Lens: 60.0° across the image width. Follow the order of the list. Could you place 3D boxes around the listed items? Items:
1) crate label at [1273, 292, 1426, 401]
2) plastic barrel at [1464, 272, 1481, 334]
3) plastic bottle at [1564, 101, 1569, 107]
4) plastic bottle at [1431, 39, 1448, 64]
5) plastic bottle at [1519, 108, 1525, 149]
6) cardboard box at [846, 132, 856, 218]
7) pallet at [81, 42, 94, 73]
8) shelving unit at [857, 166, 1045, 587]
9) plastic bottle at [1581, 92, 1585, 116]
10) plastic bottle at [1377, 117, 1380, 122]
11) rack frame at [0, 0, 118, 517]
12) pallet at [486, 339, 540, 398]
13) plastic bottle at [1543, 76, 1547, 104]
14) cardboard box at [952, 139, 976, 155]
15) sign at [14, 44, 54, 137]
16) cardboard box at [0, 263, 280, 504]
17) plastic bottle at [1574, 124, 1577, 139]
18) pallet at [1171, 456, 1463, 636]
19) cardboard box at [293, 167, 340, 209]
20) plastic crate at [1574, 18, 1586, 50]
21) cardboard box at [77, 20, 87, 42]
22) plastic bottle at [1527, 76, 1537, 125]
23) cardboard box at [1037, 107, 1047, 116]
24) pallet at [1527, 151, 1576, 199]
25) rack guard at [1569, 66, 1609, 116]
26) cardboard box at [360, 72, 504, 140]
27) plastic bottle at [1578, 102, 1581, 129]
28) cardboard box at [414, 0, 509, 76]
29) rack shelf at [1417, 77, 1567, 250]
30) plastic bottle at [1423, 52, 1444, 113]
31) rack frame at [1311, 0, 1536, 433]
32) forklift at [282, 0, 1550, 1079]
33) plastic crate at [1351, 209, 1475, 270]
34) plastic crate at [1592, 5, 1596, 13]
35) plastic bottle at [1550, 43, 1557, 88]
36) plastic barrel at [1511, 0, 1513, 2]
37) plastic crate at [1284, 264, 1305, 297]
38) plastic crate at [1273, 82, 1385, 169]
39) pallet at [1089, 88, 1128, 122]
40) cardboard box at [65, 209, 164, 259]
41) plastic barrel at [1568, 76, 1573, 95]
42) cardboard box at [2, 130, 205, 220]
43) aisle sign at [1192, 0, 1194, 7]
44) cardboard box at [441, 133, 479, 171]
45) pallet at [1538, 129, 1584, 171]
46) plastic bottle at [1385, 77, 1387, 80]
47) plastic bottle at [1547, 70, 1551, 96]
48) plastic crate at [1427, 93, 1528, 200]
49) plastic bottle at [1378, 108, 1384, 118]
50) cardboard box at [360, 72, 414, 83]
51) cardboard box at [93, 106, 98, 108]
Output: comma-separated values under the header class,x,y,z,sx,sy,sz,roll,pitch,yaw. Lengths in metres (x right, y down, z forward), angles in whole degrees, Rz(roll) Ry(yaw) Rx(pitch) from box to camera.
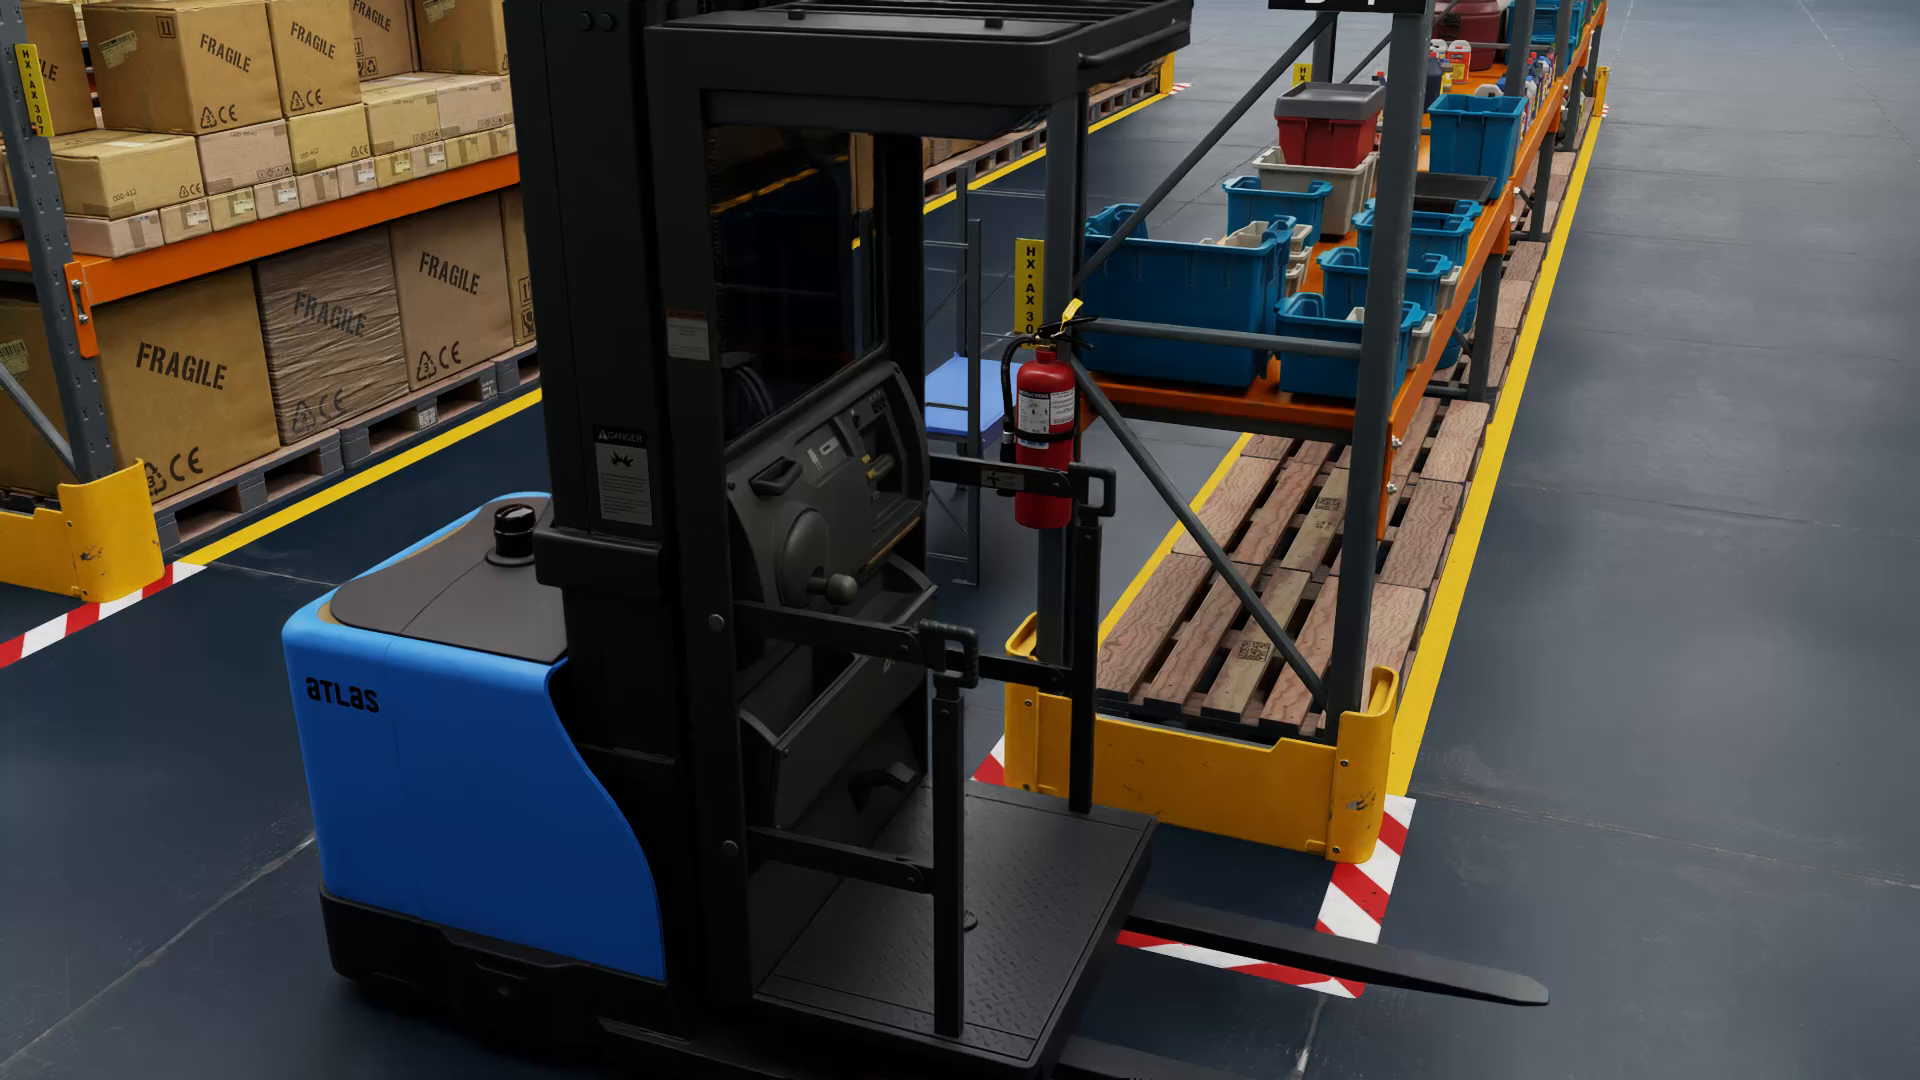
class,x,y,z,sx,sy,sz,roll,pitch,yaw
crate label,1.122,-0.559,4.837,0.416,0.233,0.303,9,24,20
plastic barrel,2.692,-1.670,9.535,0.600,0.901,0.708,9,24,20
plastic bottle,5.957,-4.161,16.289,0.097,0.271,0.097,0,23,0
plastic bottle,3.236,-3.265,11.335,0.152,0.276,0.135,9,24,20
plastic bottle,2.941,-2.219,8.839,0.097,0.271,0.097,0,23,0
cardboard box,-1.516,-2.791,12.252,1.225,0.875,0.875,9,24,20
pallet,-6.536,-3.619,12.270,1.003,0.211,1.213,9,24,20
shelving unit,0.032,-0.723,7.034,0.538,1.500,1.048,9,24,20
plastic bottle,6.274,-4.433,16.935,0.152,0.276,0.135,9,24,20
plastic bottle,2.181,-2.179,8.833,0.097,0.201,0.097,0,23,0
rack frame,-3.874,-1.277,6.415,1.000,3.000,0.127,9,24,20
pallet,-2.743,-1.161,9.755,1.003,0.211,1.213,9,24,20
plastic bottle,3.616,-2.838,10.409,0.097,0.201,0.097,0,23,0
cardboard box,-0.273,-3.836,15.214,0.700,0.500,0.500,11,25,24
sign,-3.361,-1.631,6.038,0.100,0.325,0.005,9,24,20
cardboard box,-3.710,-0.731,7.319,0.875,0.875,0.875,9,24,20
plastic bottle,5.783,-3.898,15.750,0.097,0.201,0.097,0,23,0
pallet,1.522,-0.006,6.990,1.003,0.211,1.213,9,24,20
cardboard box,-3.056,-1.609,7.536,0.380,0.149,0.250,8,24,19
plastic crate,4.797,-4.101,13.450,0.450,0.188,0.662,9,24,20
cardboard box,-6.382,-3.608,11.776,0.380,0.149,0.250,8,24,18
plastic bottle,3.271,-2.538,9.600,0.097,0.271,0.097,0,23,0
cardboard box,0.769,-4.749,17.426,0.500,0.500,0.500,8,24,18
pallet,4.927,-3.289,14.849,1.003,0.211,1.213,9,24,20
rack guard,6.684,-5.106,18.826,1.175,0.500,0.348,9,24,20
cardboard box,-2.688,-2.213,8.464,0.500,0.250,0.500,9,24,21
plastic bottle,6.038,-4.162,16.275,0.061,0.283,0.133,10,25,22
cardboard box,-2.500,-2.741,8.756,0.500,0.500,0.500,9,24,21
rack shelf,2.954,-2.383,9.996,1.077,0.370,4.000,9,24,20
plastic bottle,2.849,-2.773,10.060,0.144,0.351,0.185,9,24,20
rack frame,2.211,-1.999,8.144,1.000,3.000,0.127,9,24,20
forklift,-0.095,-0.141,3.784,3.031,2.935,1.130,8,24,19
plastic crate,1.611,-1.031,5.965,0.416,0.233,0.300,9,24,20
plastic crate,5.495,-5.002,15.415,0.767,0.338,0.504,9,24,20
plastic bottle,3.942,-3.171,11.101,0.061,0.283,0.133,9,24,20
plastic barrel,4.190,-4.196,13.228,0.433,0.535,0.433,0,23,0
plastic crate,0.981,-0.893,5.761,0.396,0.136,0.243,9,24,20
plastic crate,1.646,-1.773,7.441,0.402,0.464,0.583,9,24,20
pallet,1.252,-4.968,18.869,1.003,0.211,1.213,9,24,20
cardboard box,-3.435,-1.241,6.655,0.380,0.149,0.250,9,24,21
plastic barrel,6.495,-5.093,18.233,0.421,0.512,0.421,0,23,0
cardboard box,-3.445,-1.478,6.705,0.500,0.250,0.500,8,24,19
aisle sign,0.426,-1.783,4.255,0.394,0.787,0.004,9,24,20
cardboard box,-2.674,-1.976,8.416,0.380,0.149,0.250,8,24,19
pallet,5.470,-3.810,16.097,1.003,0.211,1.213,9,24,20
plastic bottle,2.430,-2.489,9.477,0.152,0.276,0.135,9,24,20
plastic bottle,3.761,-2.977,10.743,0.097,0.201,0.097,0,23,0
plastic crate,2.354,-1.804,7.619,0.392,0.384,0.575,9,24,20
plastic bottle,2.193,-2.260,8.930,0.152,0.276,0.135,9,24,20
cardboard box,-3.182,-2.282,8.631,0.500,0.250,0.500,9,24,21
cardboard box,-6.436,-3.068,12.427,0.500,0.250,0.500,8,24,18
